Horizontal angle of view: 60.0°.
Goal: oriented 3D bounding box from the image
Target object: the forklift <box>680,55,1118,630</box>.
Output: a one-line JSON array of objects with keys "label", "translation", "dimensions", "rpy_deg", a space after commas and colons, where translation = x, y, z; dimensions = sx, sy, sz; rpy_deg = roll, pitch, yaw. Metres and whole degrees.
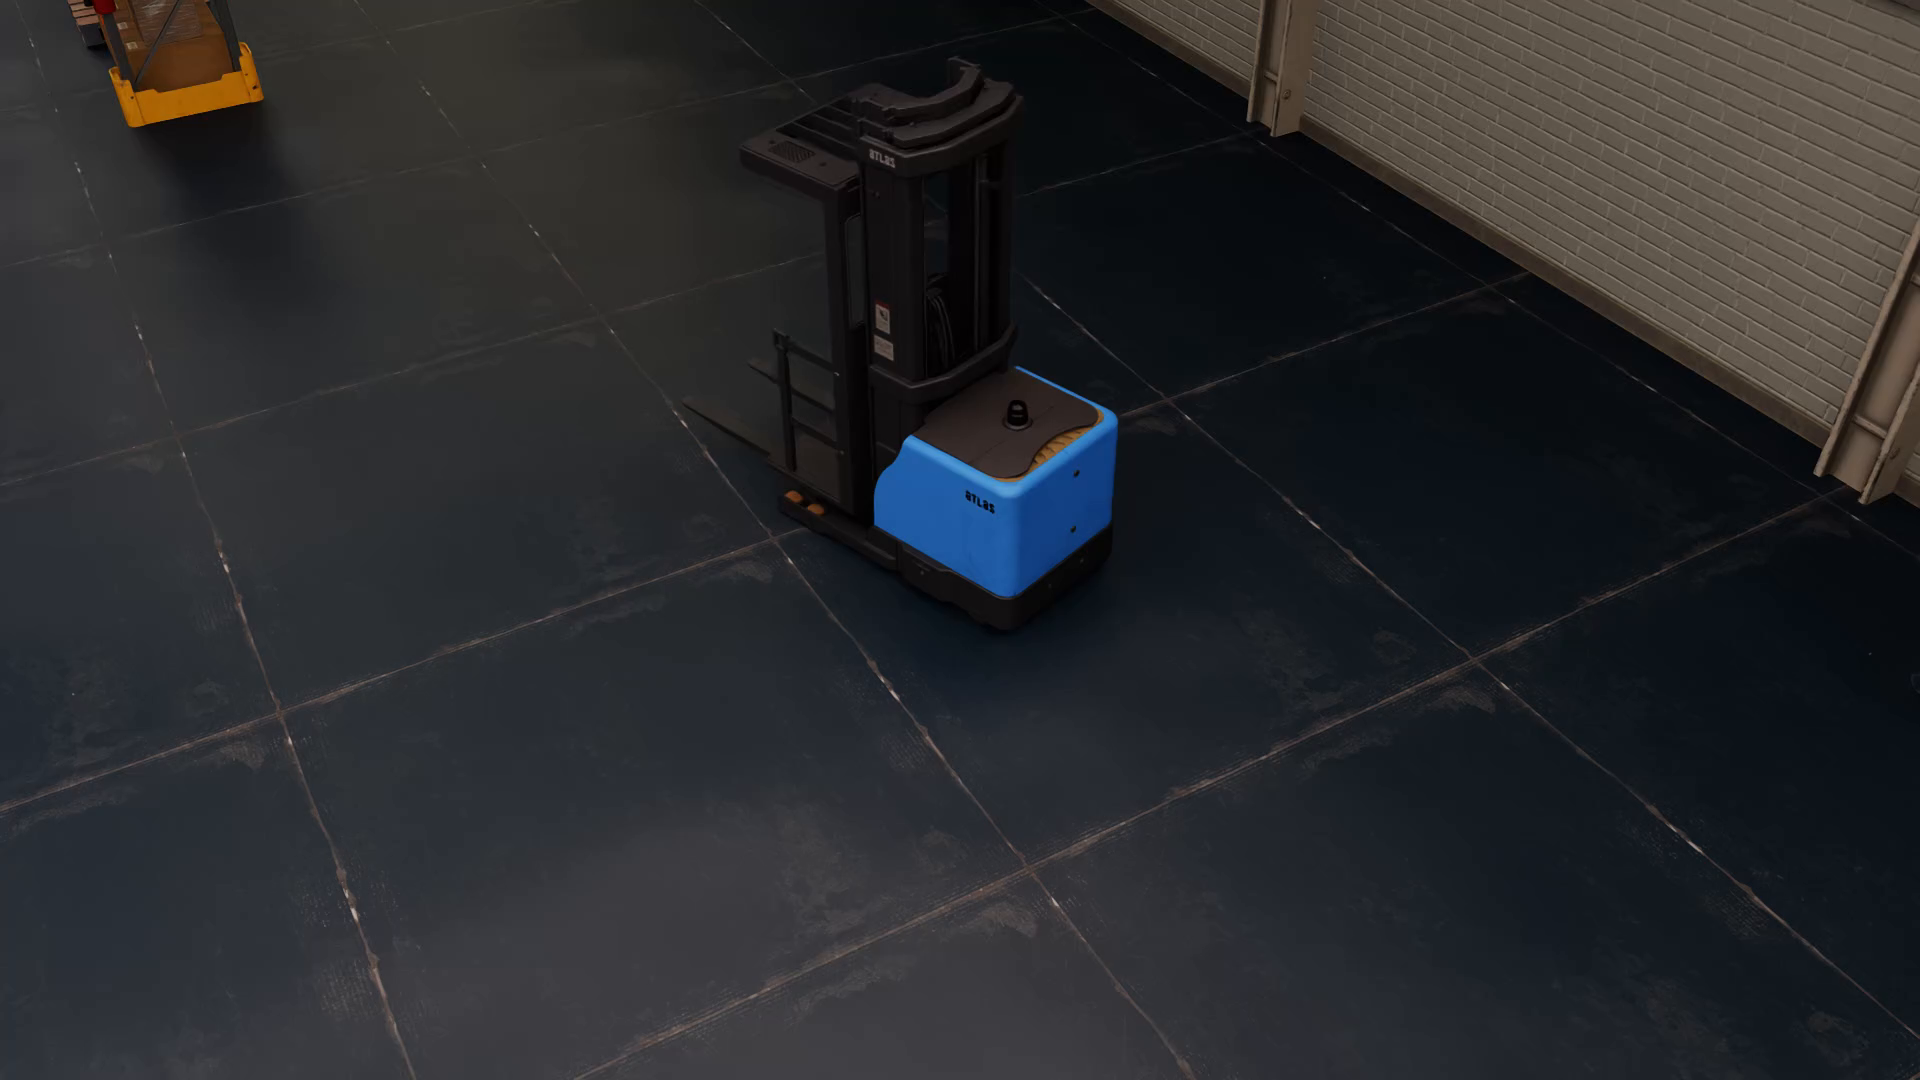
[{"label": "forklift", "translation": [-0.515, -1.415, 9.742], "dimensions": [3.031, 2.935, 1.130], "rpy_deg": [29, 48, 31]}]
